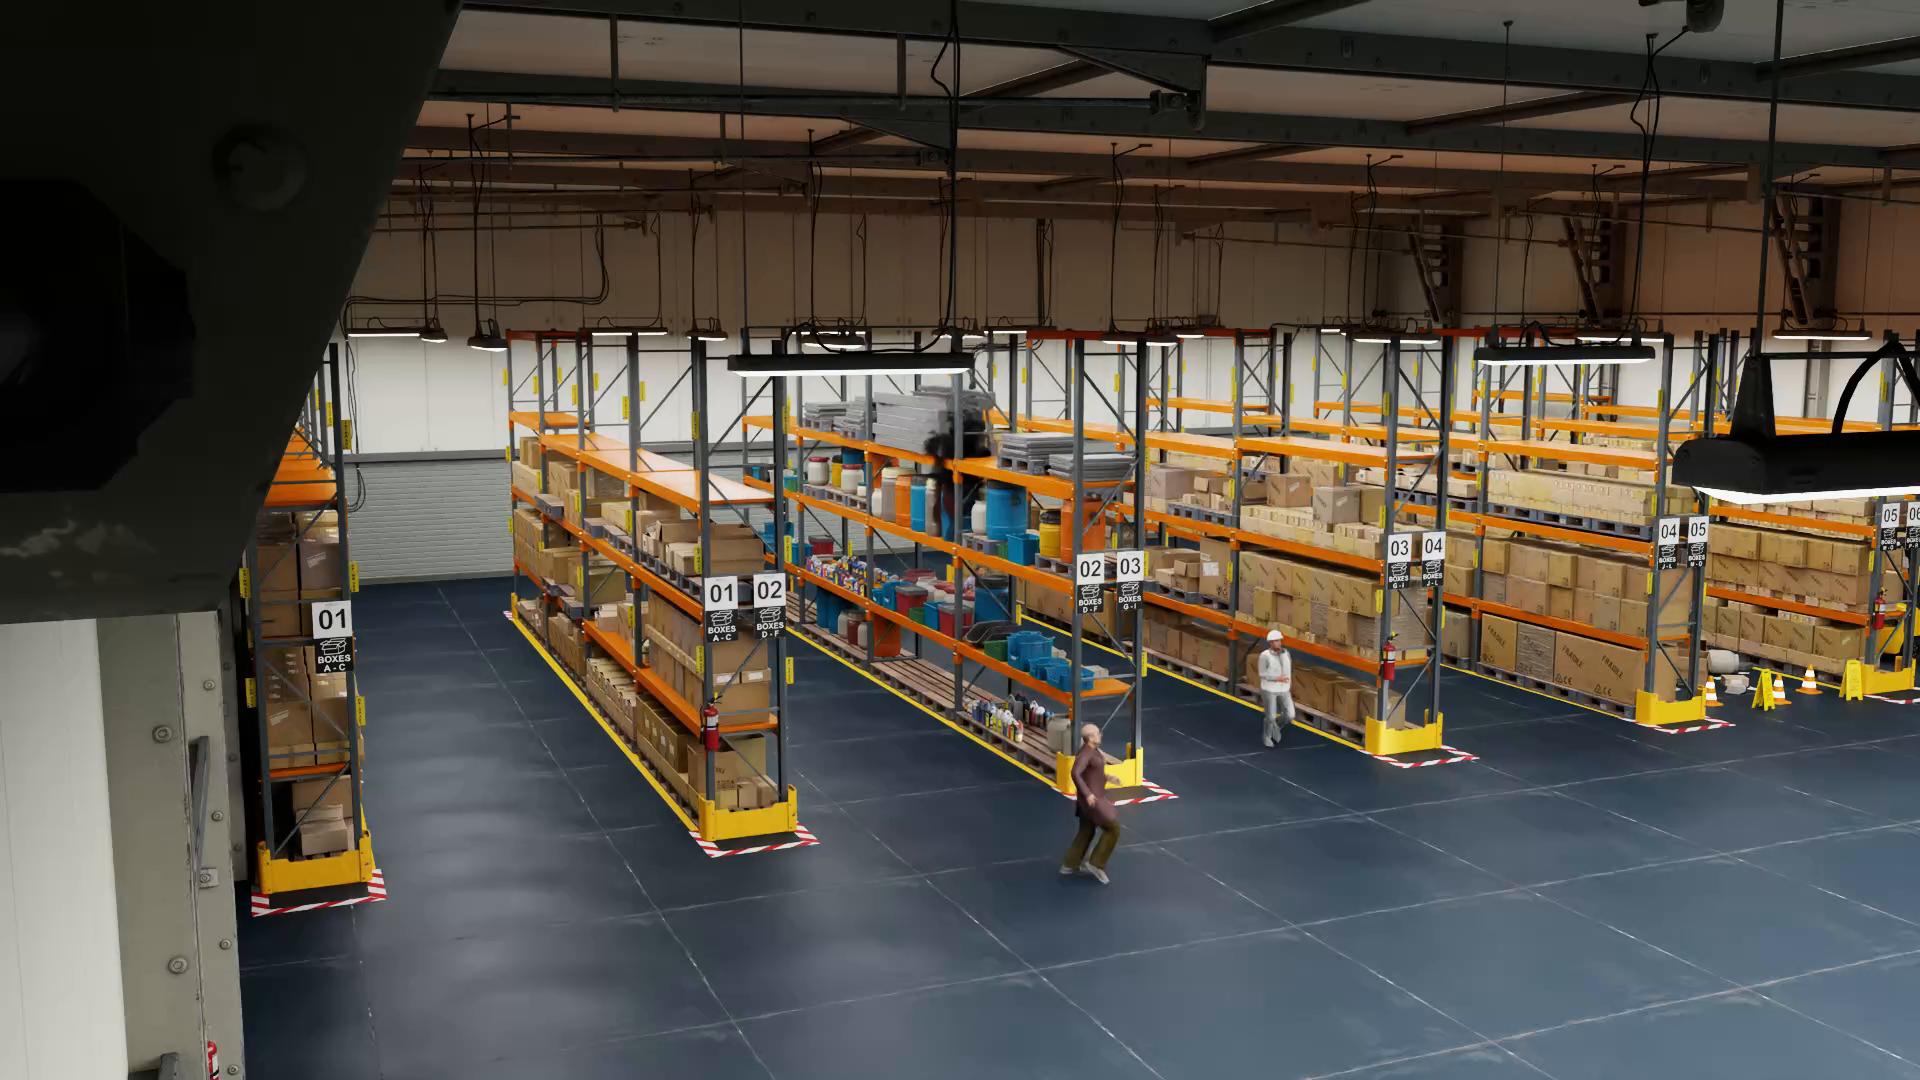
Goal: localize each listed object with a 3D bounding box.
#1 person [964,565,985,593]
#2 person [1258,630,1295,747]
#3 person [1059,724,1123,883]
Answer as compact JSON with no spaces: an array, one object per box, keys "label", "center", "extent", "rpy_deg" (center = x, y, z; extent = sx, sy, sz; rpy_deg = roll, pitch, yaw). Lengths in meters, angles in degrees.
[{"label":"person","center":[0.246,1.259,31.545],"extent":[0.601,1.662,0.941],"rpy_deg":[-4,9,-29]},{"label":"person","center":[4.644,2.178,24.221],"extent":[0.655,1.746,0.638],"rpy_deg":[-3,8,-20]},{"label":"person","center":[1.475,2.961,18.610],"extent":[0.721,1.825,0.734],"rpy_deg":[-1,8,-4]}]
